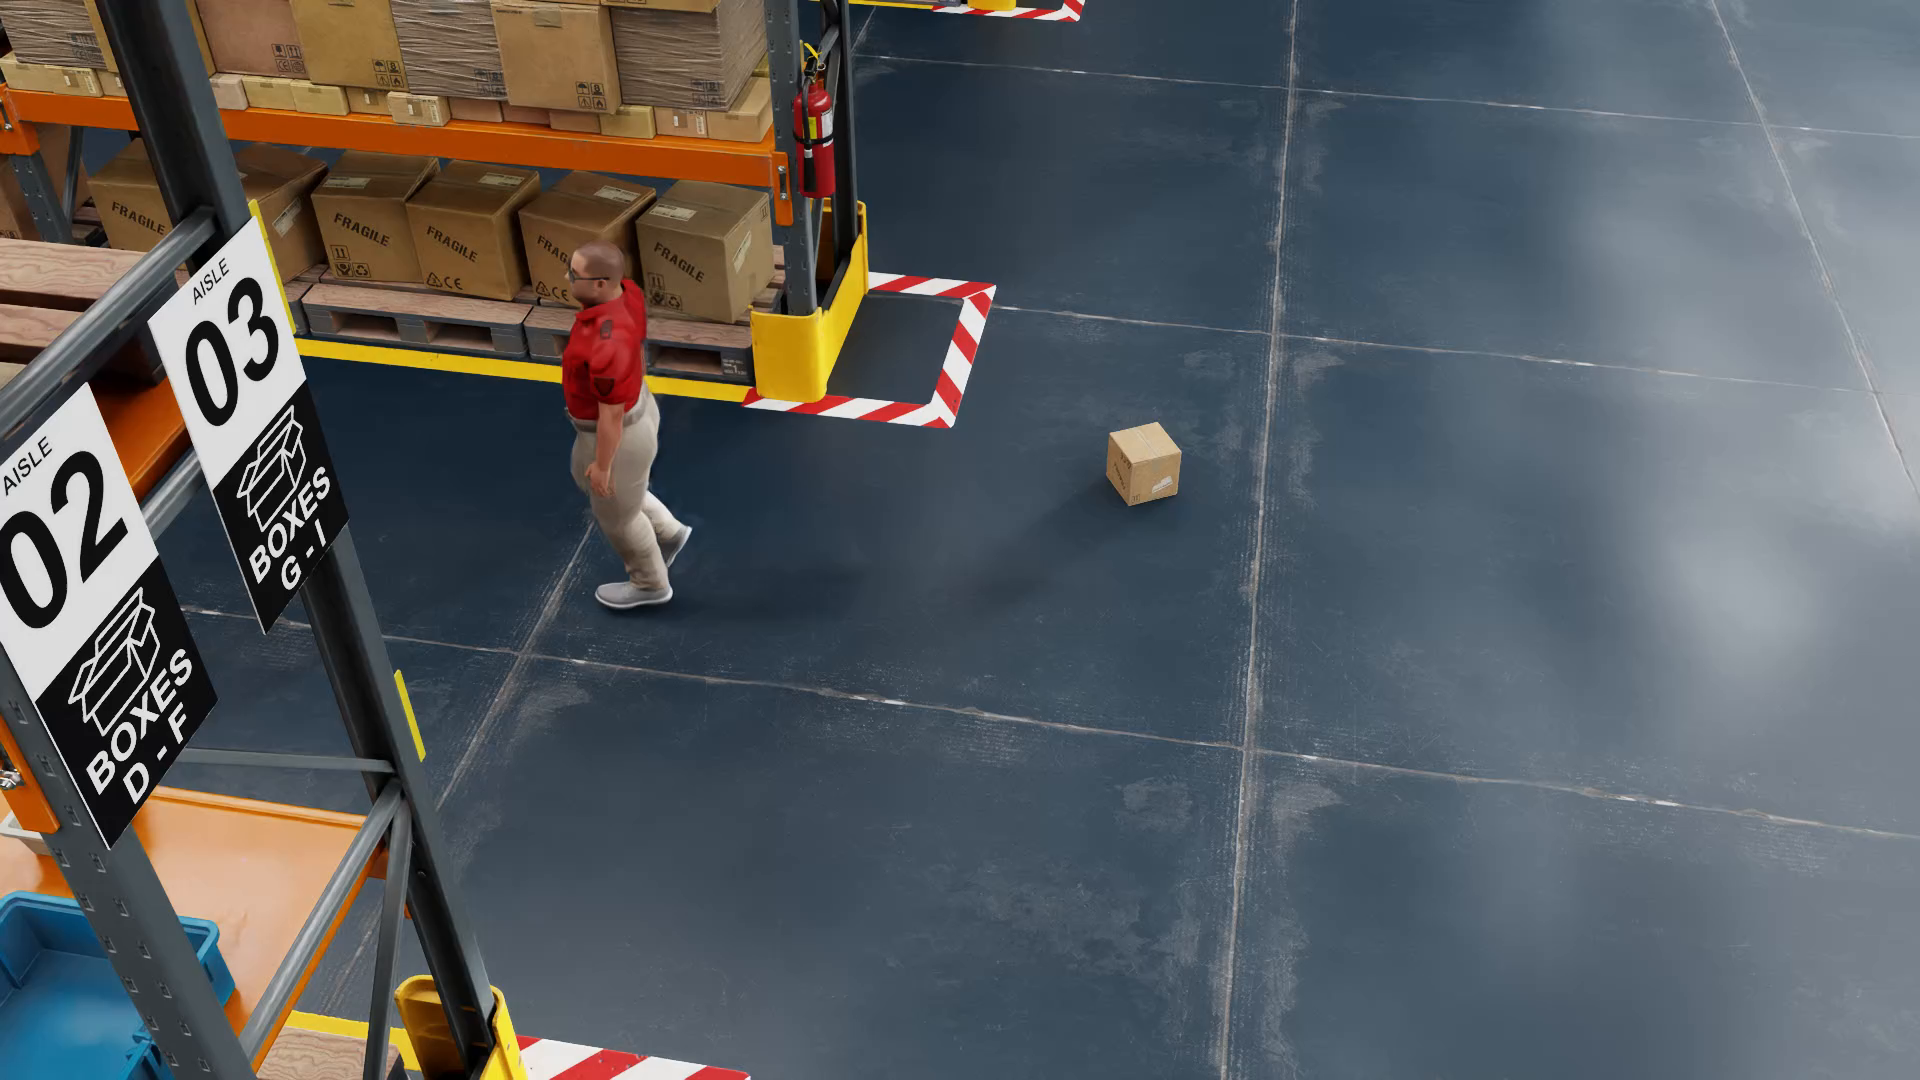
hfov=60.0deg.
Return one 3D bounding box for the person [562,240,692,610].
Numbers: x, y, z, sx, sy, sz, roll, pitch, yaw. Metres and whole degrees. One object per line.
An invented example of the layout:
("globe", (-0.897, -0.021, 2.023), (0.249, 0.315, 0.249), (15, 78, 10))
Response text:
("person", (-1.382, -0.430, 6.646), (0.475, 1.737, 0.564), (-2, 40, -2))
